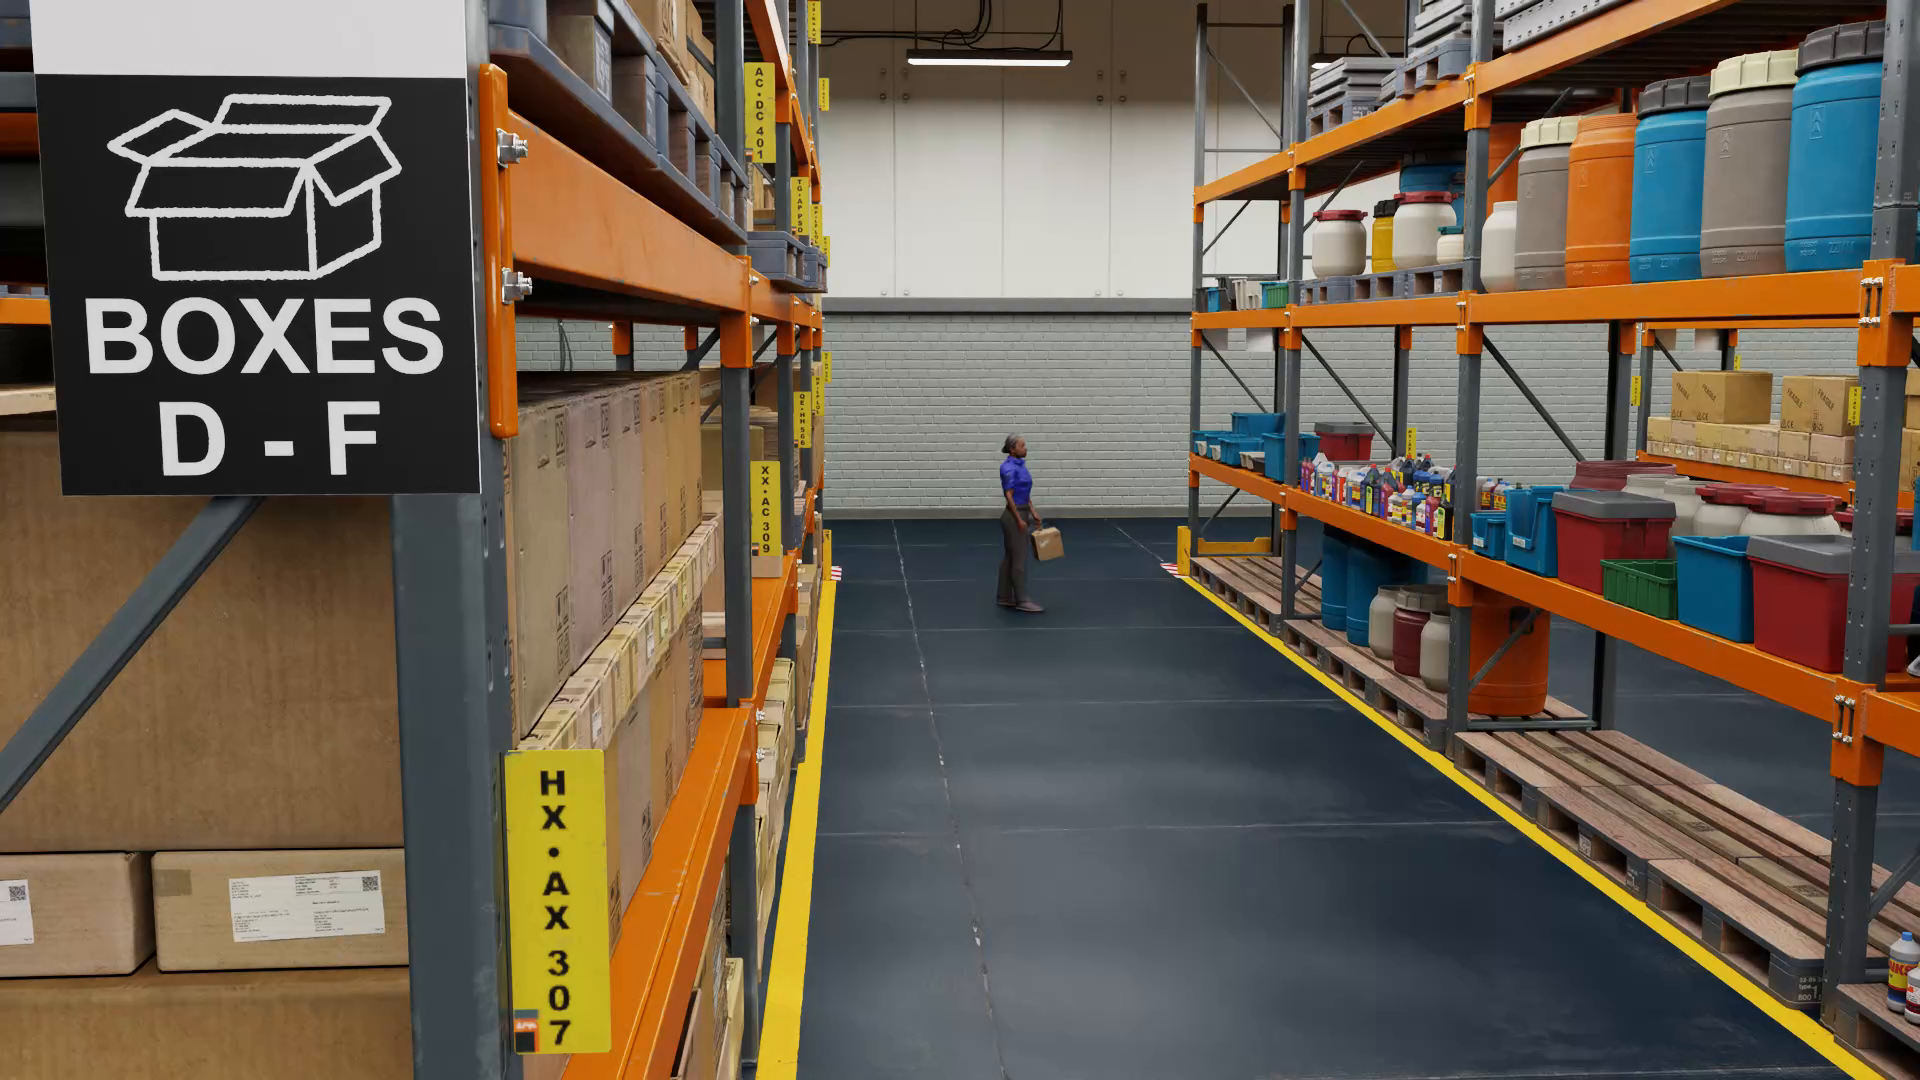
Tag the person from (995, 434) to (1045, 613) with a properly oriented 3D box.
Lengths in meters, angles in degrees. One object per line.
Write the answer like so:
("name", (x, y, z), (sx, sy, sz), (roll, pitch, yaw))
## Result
("person", (0.581, -0.172, 15.653), (0.547, 1.656, 0.518), (2, 7, 18))
